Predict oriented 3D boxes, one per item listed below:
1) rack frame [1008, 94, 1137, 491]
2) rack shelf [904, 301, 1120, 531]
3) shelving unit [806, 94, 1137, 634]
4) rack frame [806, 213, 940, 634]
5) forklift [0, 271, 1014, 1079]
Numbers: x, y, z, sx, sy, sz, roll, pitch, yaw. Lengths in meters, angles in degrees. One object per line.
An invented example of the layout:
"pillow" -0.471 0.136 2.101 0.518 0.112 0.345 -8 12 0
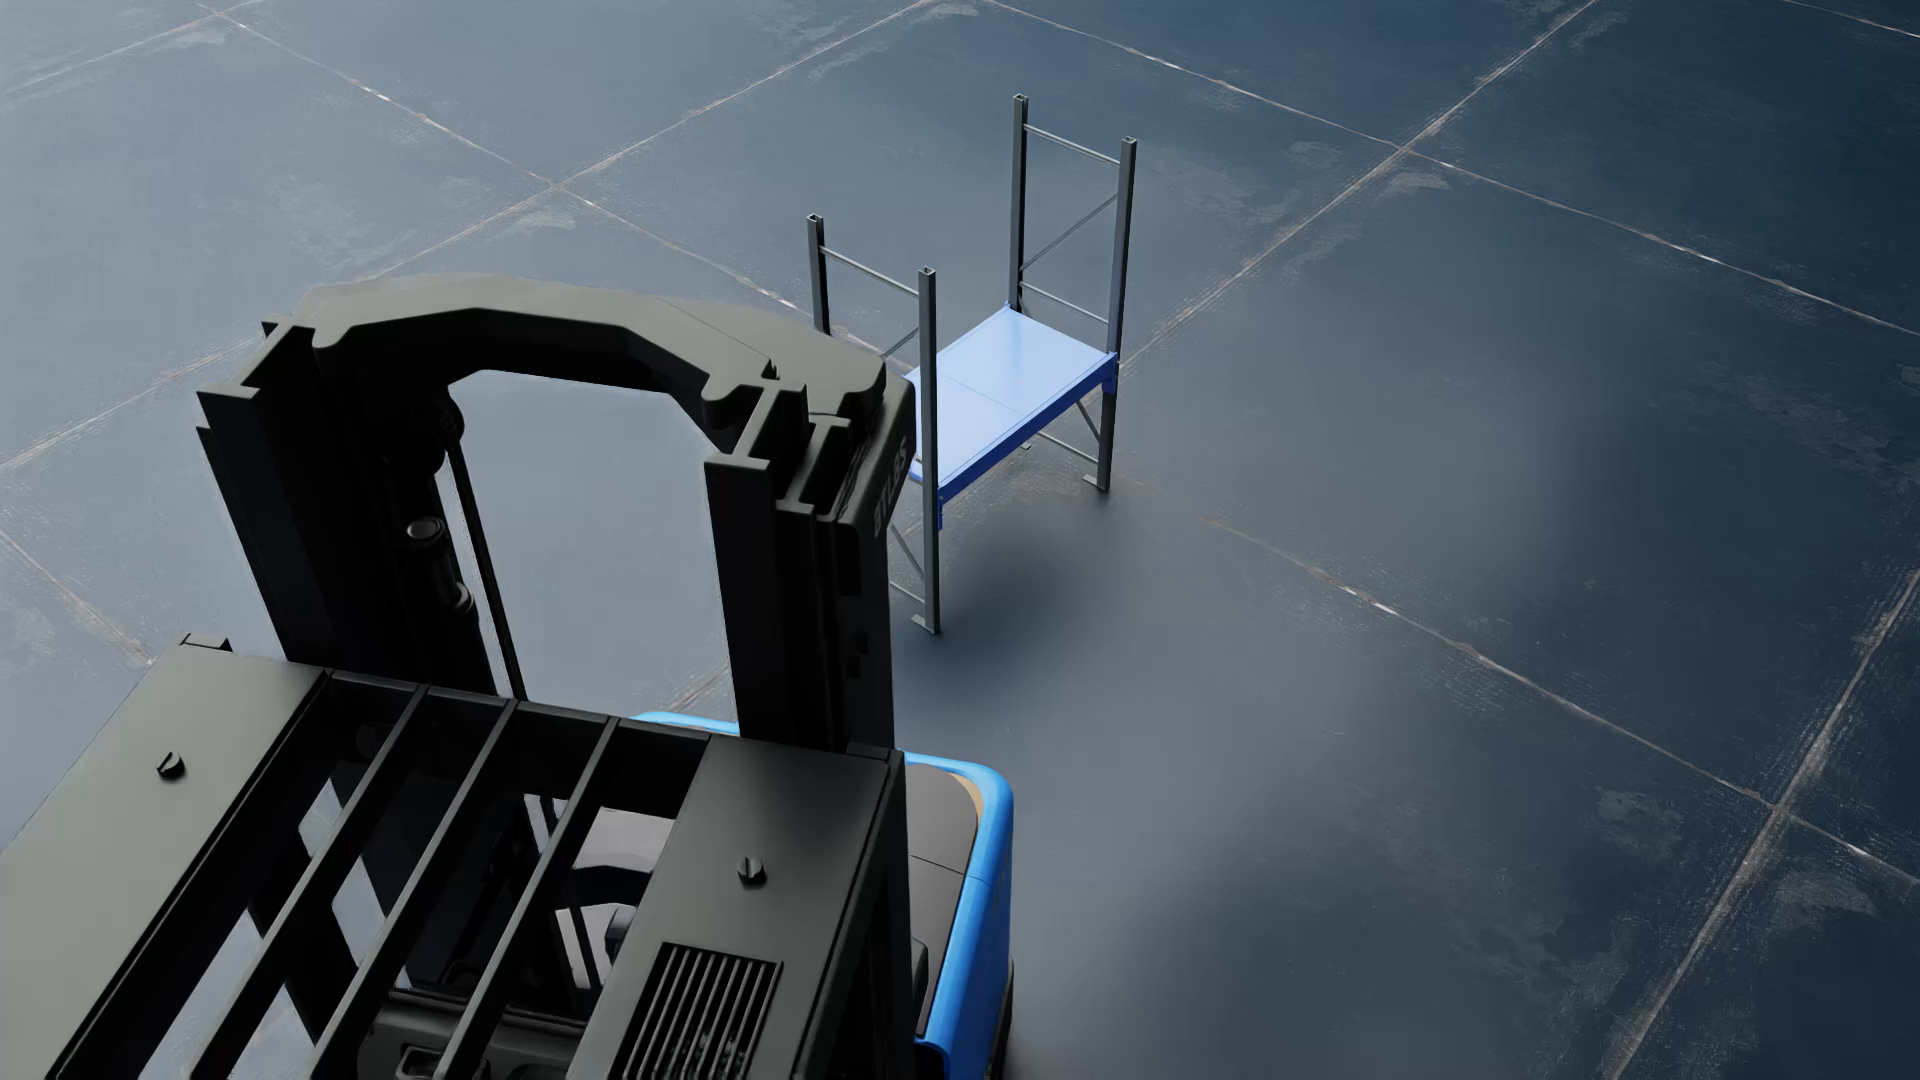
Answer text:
"rack frame" 0.382 -0.861 6.082 0.500 1.500 0.032 29 50 28
"rack shelf" 0.055 -0.466 5.915 0.538 0.185 1.000 29 50 28
"shelving unit" 0.055 -0.599 5.794 0.538 1.500 1.048 29 50 28
"rack frame" -0.272 -0.337 5.506 0.500 1.500 0.032 29 50 28
"forklift" -0.668 1.168 2.787 1.130 2.935 3.031 8 43 9
